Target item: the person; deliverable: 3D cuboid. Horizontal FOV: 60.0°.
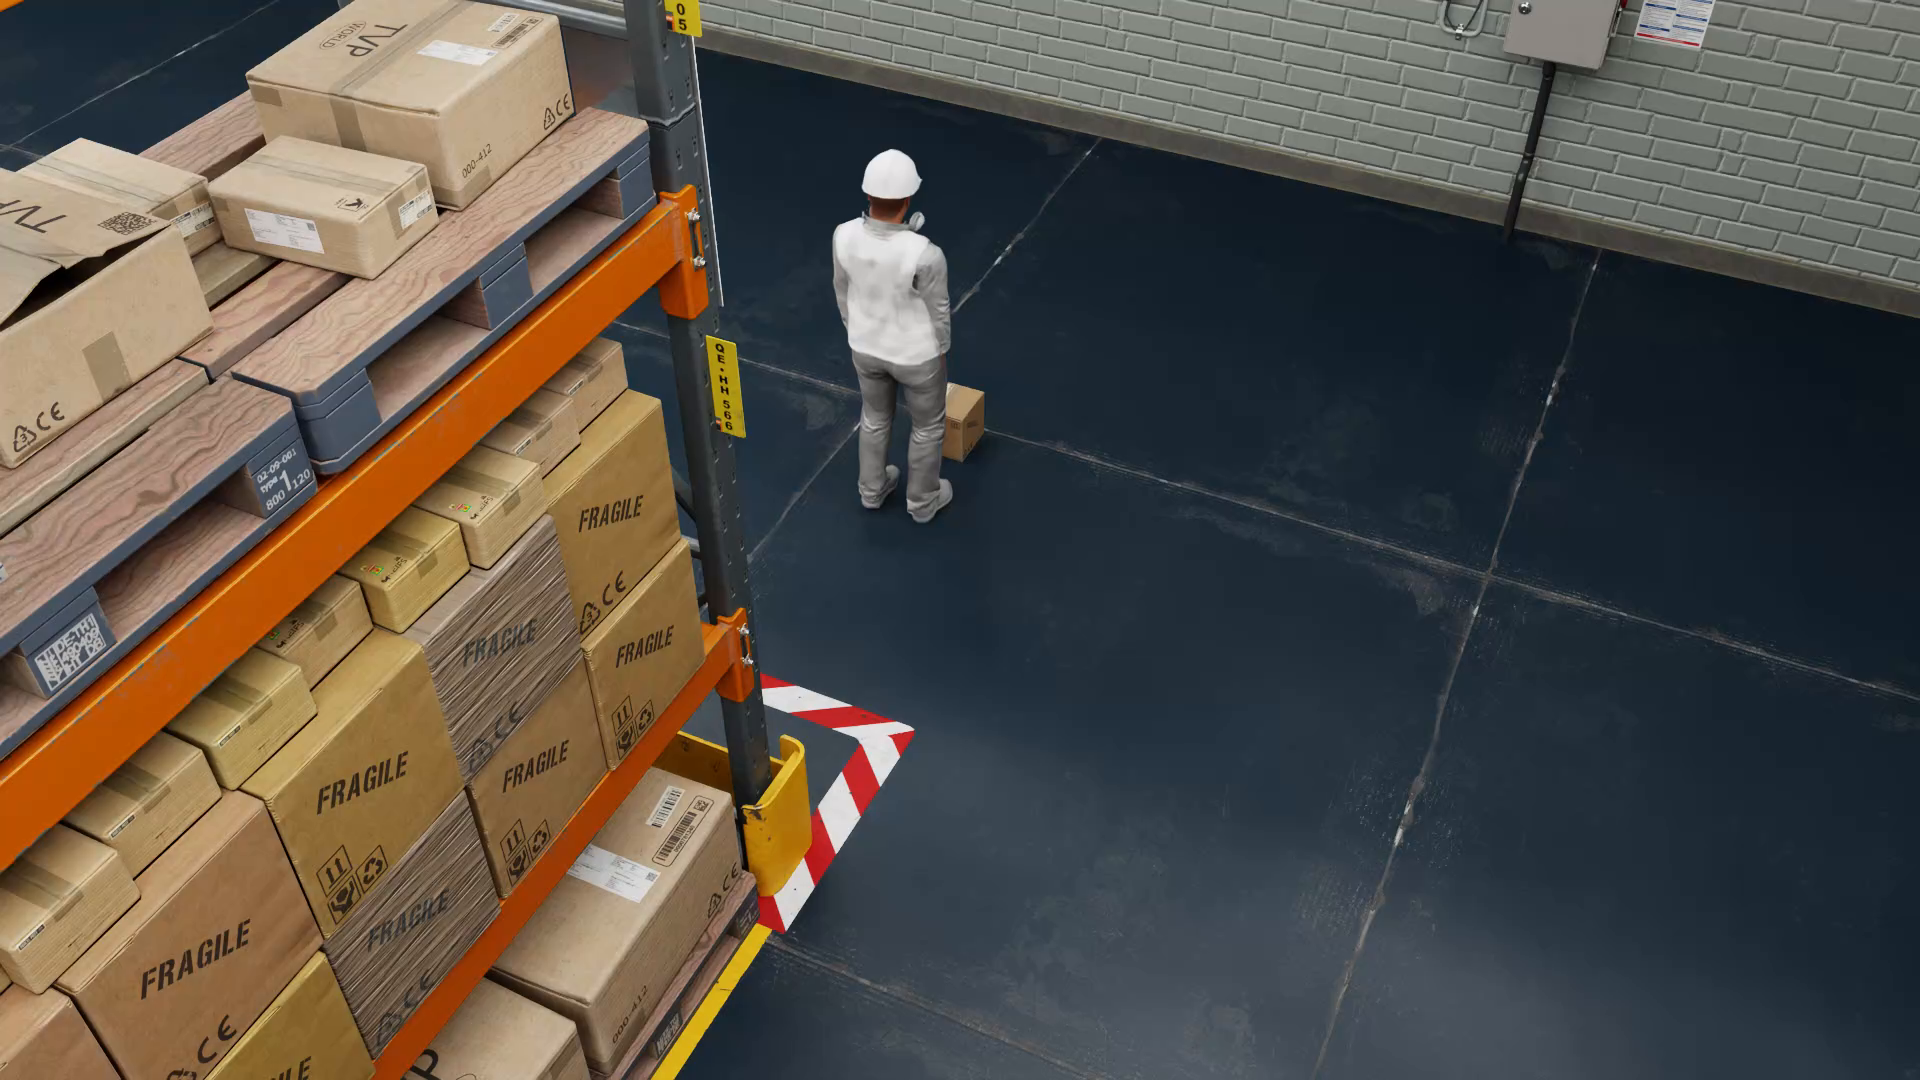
[{"bbox_3d":[-0.279,-0.847,7.103,0.534,1.767,0.356,18,45,19],"label":"person"}]
